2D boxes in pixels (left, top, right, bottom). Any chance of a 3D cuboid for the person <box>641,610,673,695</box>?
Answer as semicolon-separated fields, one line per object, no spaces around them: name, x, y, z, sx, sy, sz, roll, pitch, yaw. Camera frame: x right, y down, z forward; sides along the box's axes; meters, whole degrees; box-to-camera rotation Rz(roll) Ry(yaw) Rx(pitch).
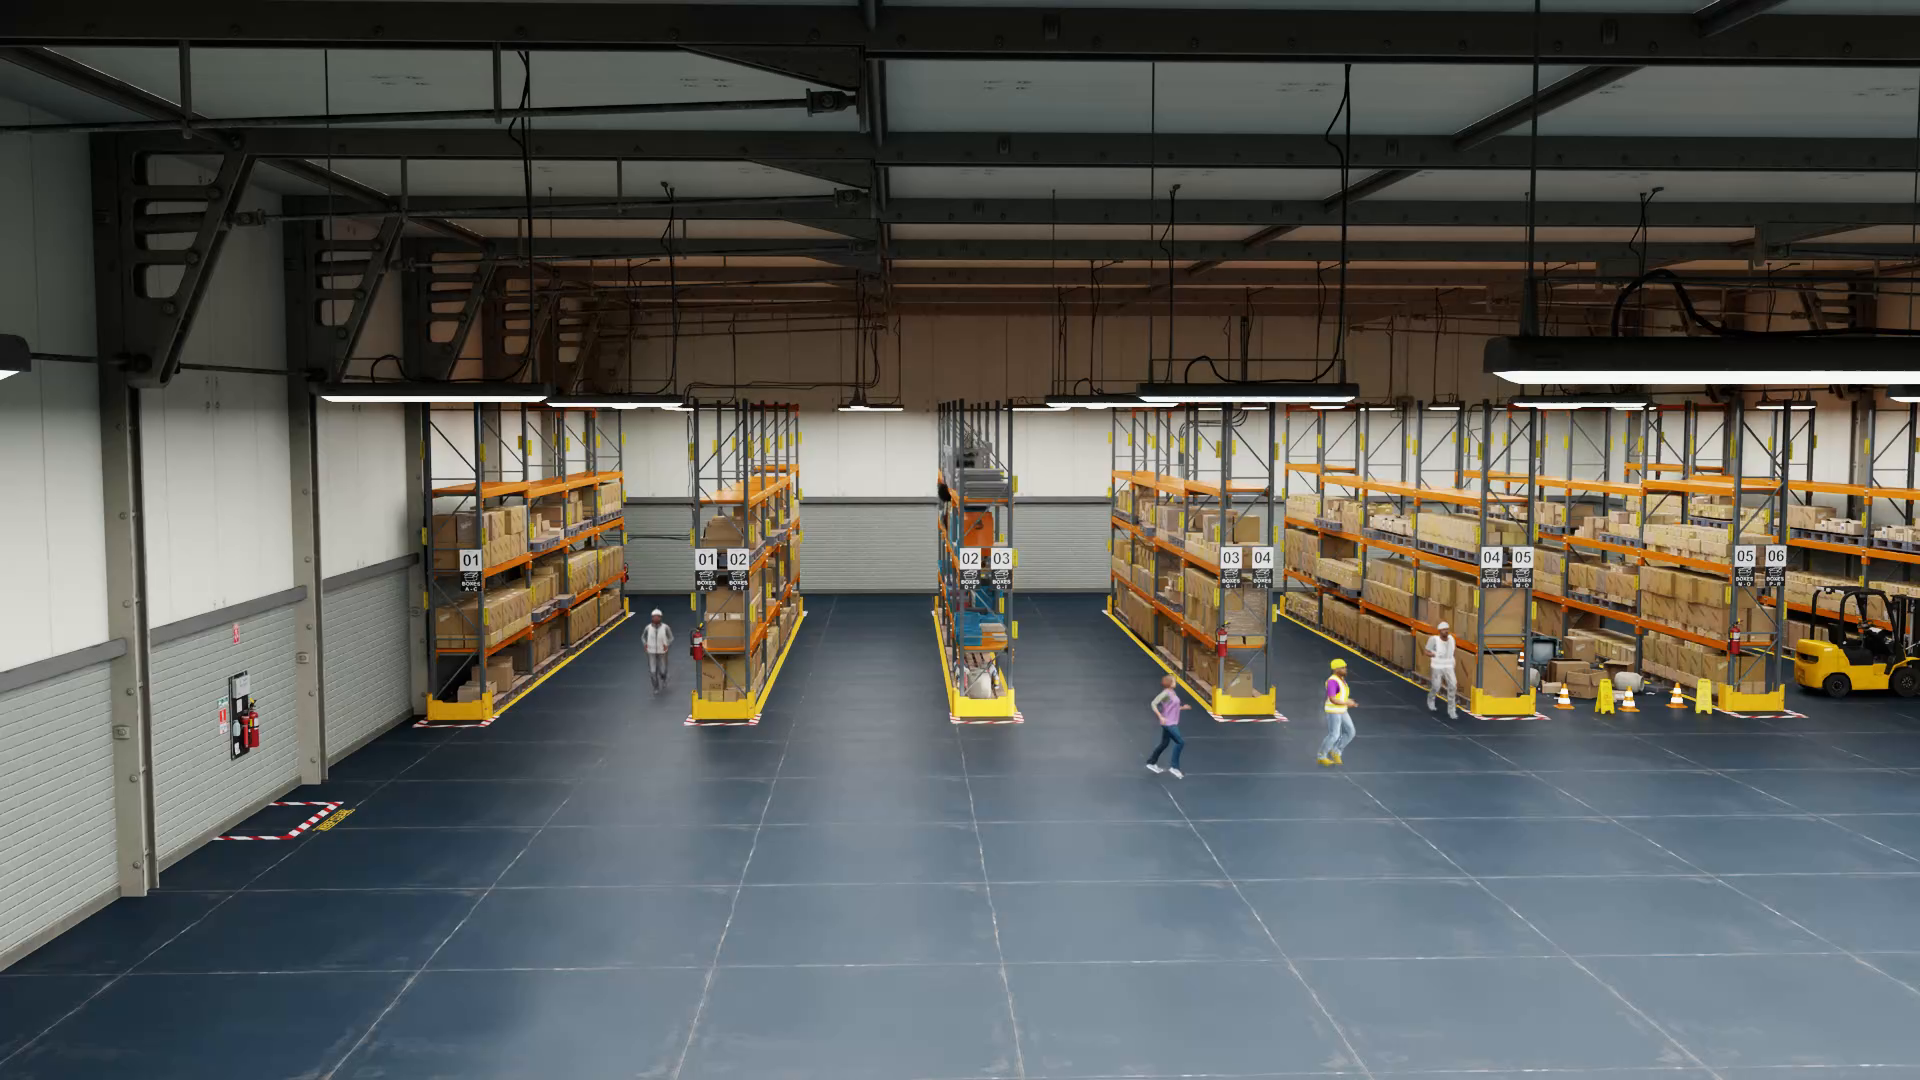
person;-6.193;2.282;33.981;0.657;1.721;0.612;0;4;-6

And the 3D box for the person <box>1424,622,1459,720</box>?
person;9.127;2.442;31.524;0.707;1.806;0.944;-1;4;-7

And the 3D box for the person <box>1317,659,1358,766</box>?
person;6.145;2.812;26.965;0.695;1.789;0.724;3;5;32

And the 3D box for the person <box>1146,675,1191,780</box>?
person;3.279;2.935;26.166;0.717;1.646;0.505;1;5;16
